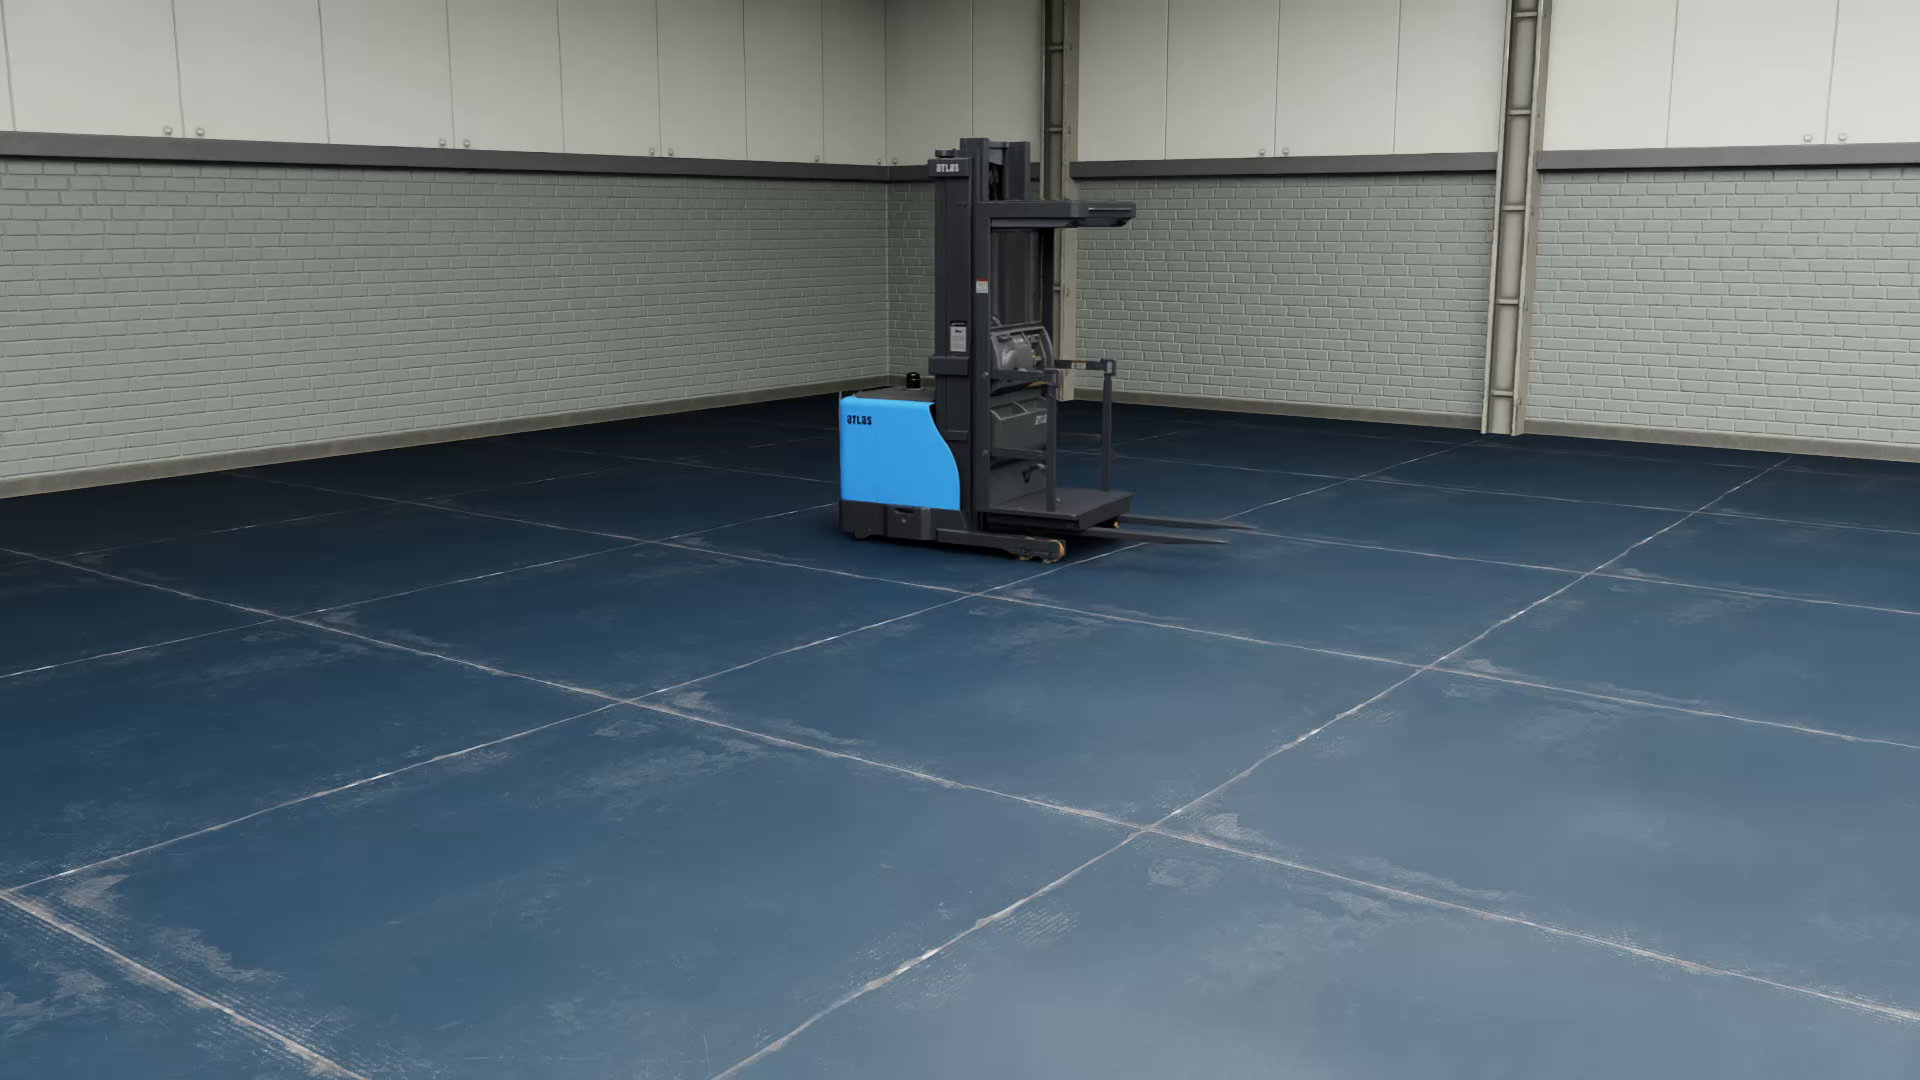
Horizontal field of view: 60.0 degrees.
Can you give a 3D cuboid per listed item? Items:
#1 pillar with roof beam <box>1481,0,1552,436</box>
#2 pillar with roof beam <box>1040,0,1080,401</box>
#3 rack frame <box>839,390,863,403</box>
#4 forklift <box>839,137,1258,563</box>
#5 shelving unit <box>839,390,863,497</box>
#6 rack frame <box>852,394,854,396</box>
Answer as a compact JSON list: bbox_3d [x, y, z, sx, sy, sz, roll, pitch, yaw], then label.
[{"bbox_3d":[3.576,-4.966,14.509,0.400,9.000,9.100,8,13,36],"label":"pillar with roof beam"},{"bbox_3d":[-1.260,-5.641,17.996,0.400,9.000,9.100,8,13,36],"label":"pillar with roof beam"},{"bbox_3d":[-0.859,-0.661,13.177,0.200,1.050,0.008,-6,12,-27],"label":"rack frame"},{"bbox_3d":[0.633,-1.392,12.009,3.031,2.935,1.130,6,12,27],"label":"forklift"},{"bbox_3d":[-0.802,-0.640,13.071,0.215,1.050,0.252,-6,12,-27],"label":"shelving unit"},{"bbox_3d":[-0.745,-0.619,12.965,0.200,1.050,0.008,-6,12,-27],"label":"rack frame"}]
